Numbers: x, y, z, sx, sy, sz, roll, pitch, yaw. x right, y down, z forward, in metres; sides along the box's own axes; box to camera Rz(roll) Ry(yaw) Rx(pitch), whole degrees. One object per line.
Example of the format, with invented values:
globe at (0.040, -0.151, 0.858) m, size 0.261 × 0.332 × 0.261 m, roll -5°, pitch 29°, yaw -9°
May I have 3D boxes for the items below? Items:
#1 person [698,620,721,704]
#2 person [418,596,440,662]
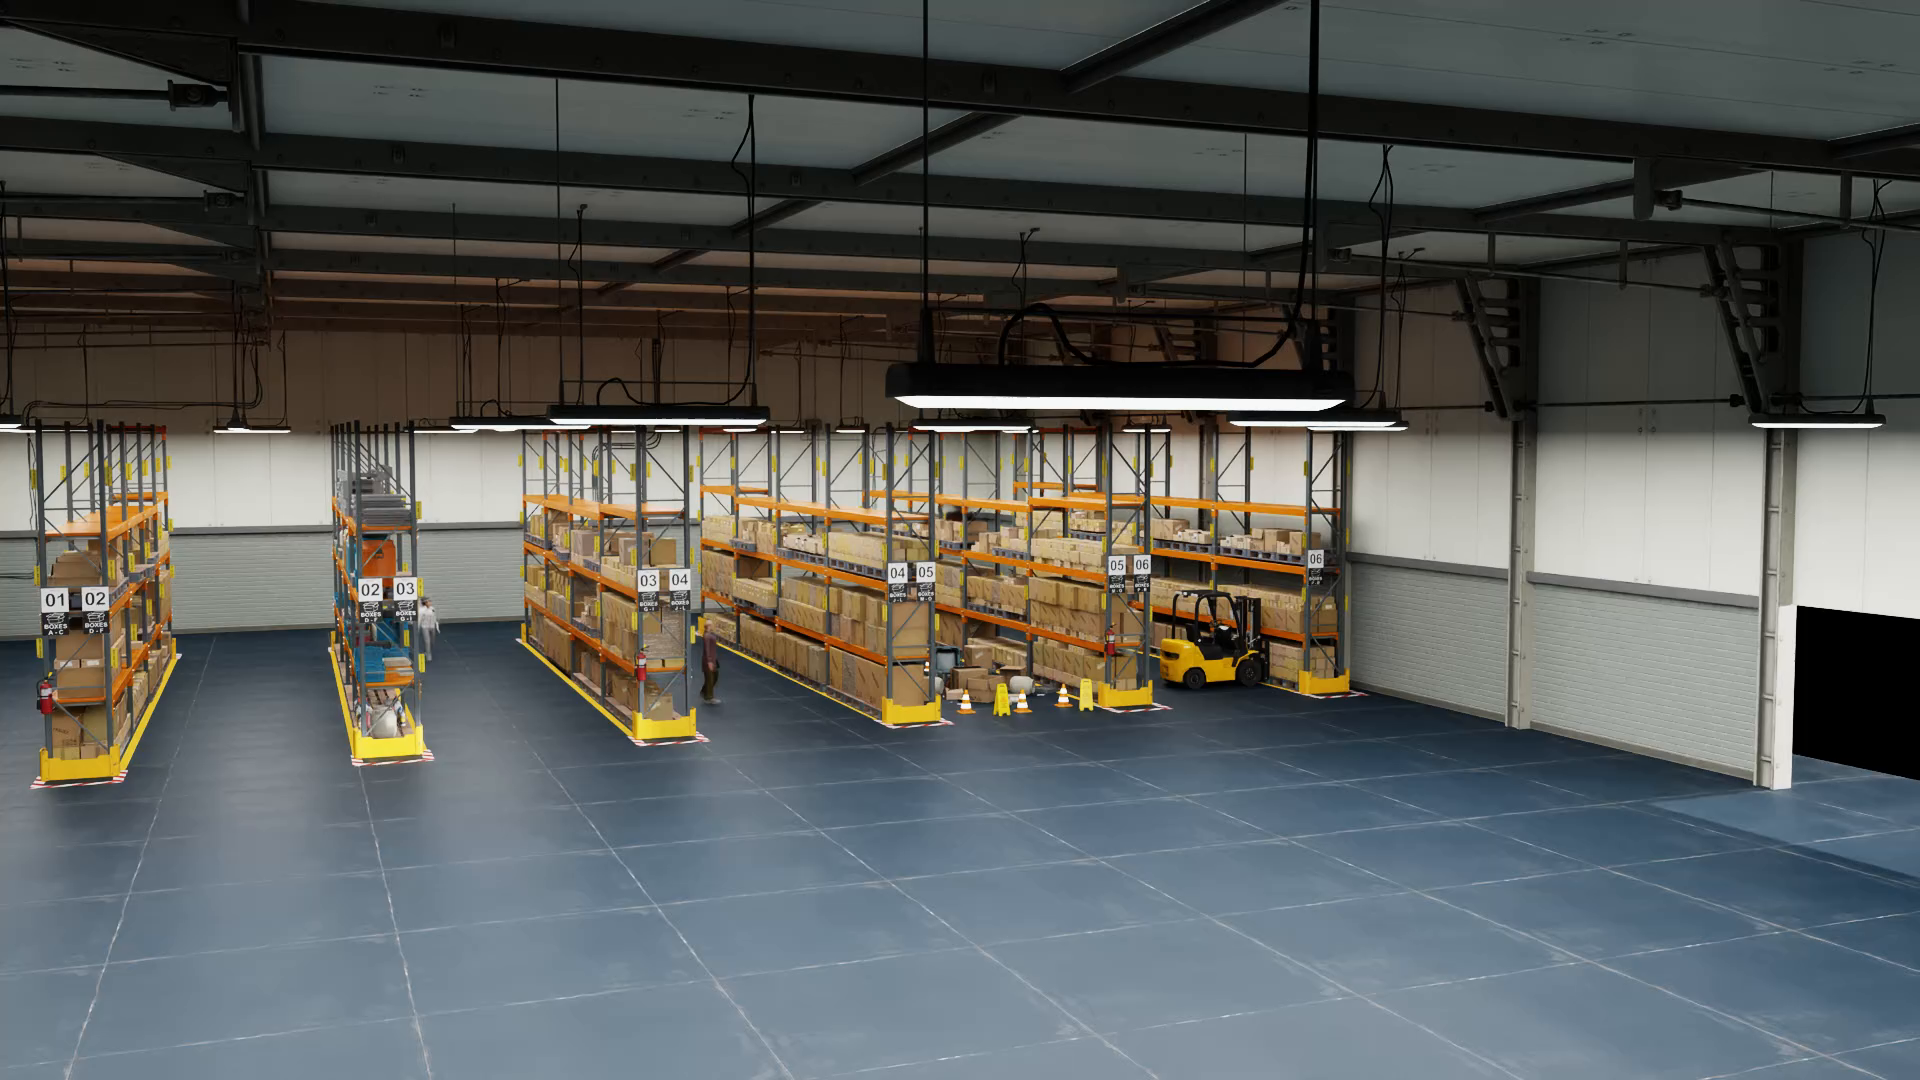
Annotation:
person at (-5.391, 2.615, 35.697) m, size 0.564 × 1.802 × 0.658 m, roll 0°, pitch 4°, yaw 3°
person at (-13.570, 2.246, 42.379) m, size 0.578 × 1.643 × 0.914 m, roll -2°, pitch 4°, yaw -33°
